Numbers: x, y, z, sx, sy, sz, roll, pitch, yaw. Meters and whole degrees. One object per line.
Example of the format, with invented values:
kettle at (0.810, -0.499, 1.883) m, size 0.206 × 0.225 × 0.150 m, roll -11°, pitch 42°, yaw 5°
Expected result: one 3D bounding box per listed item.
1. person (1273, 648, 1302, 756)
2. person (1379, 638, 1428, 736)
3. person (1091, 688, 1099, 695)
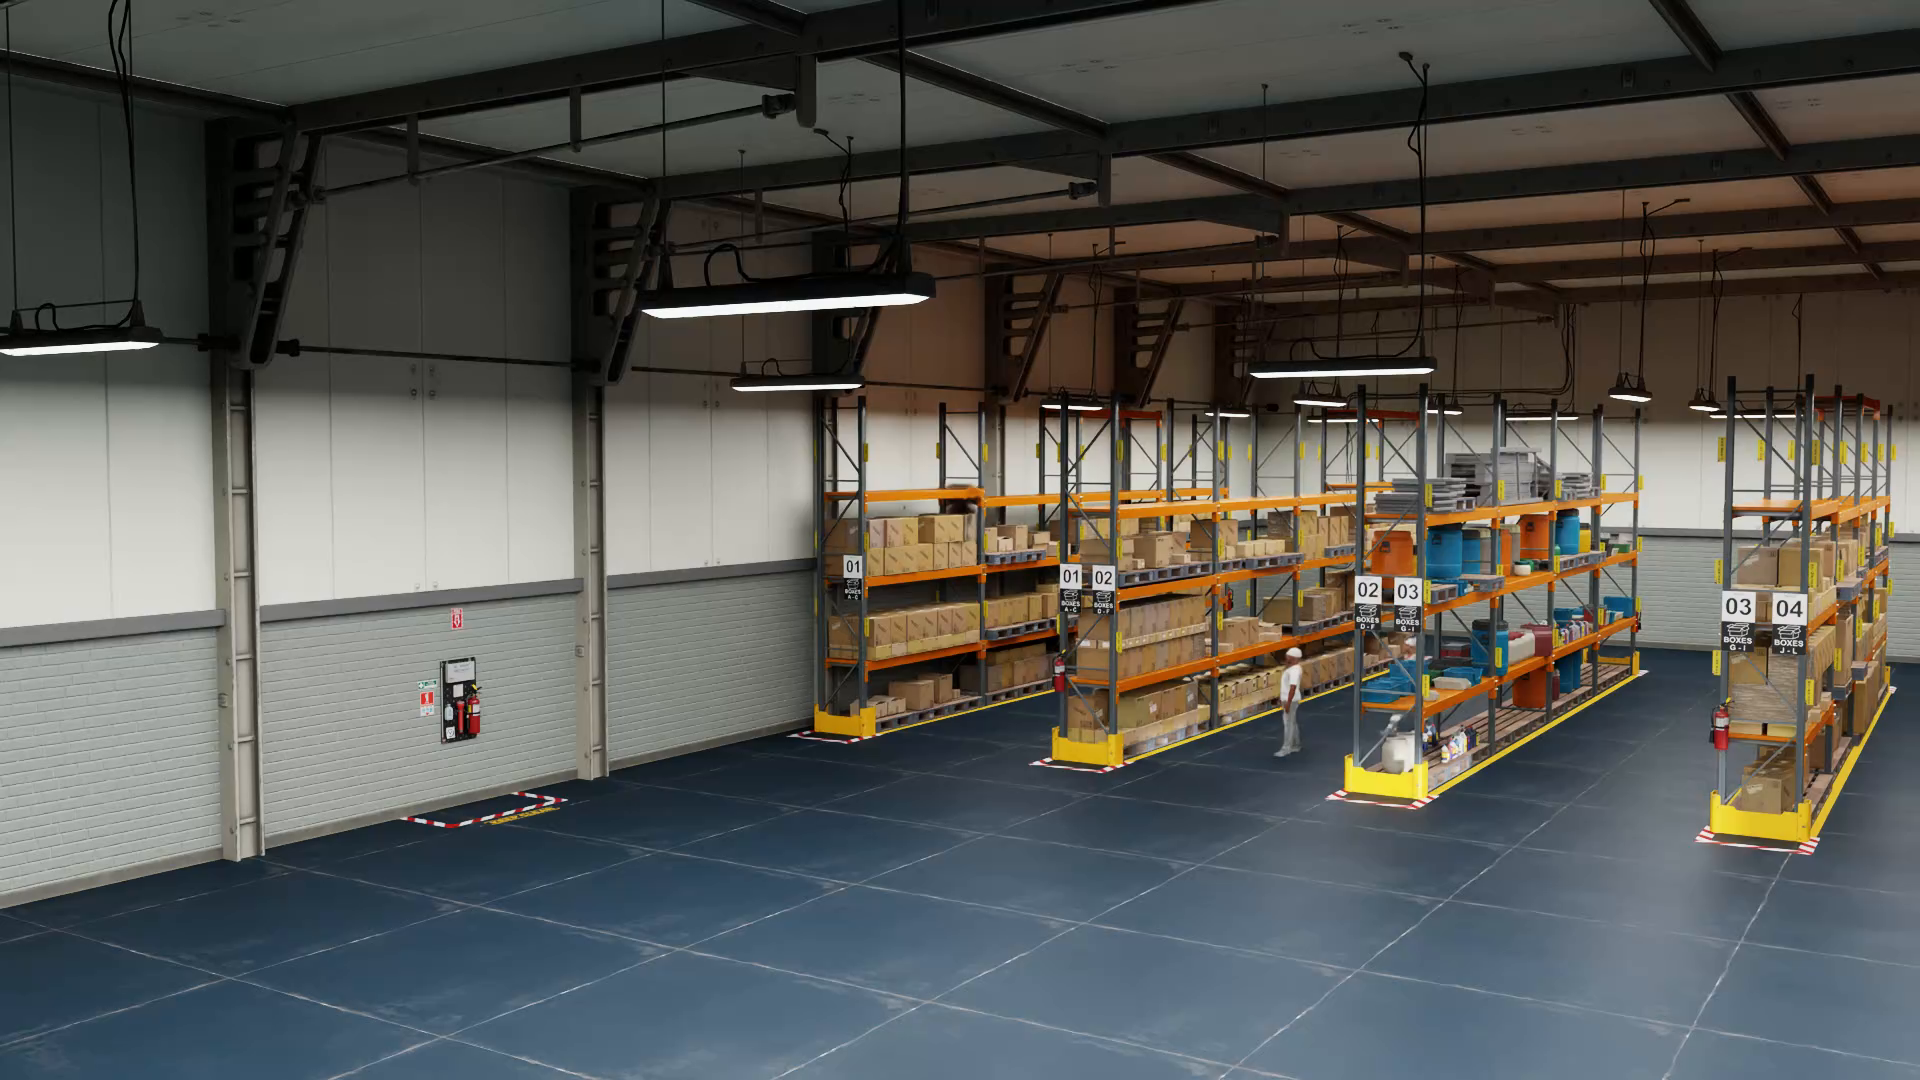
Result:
person at (5.440, 2.677, 27.617) m, size 0.562 × 1.779 × 0.588 m, roll 0°, pitch 3°, yaw -6°
person at (7.865, 2.574, 29.158) m, size 1.081 × 1.717 × 0.507 m, roll -2°, pitch 4°, yaw -36°
person at (2.640, 2.468, 32.876) m, size 0.582 × 1.602 × 1.015 m, roll 1°, pitch 3°, yaw 23°
